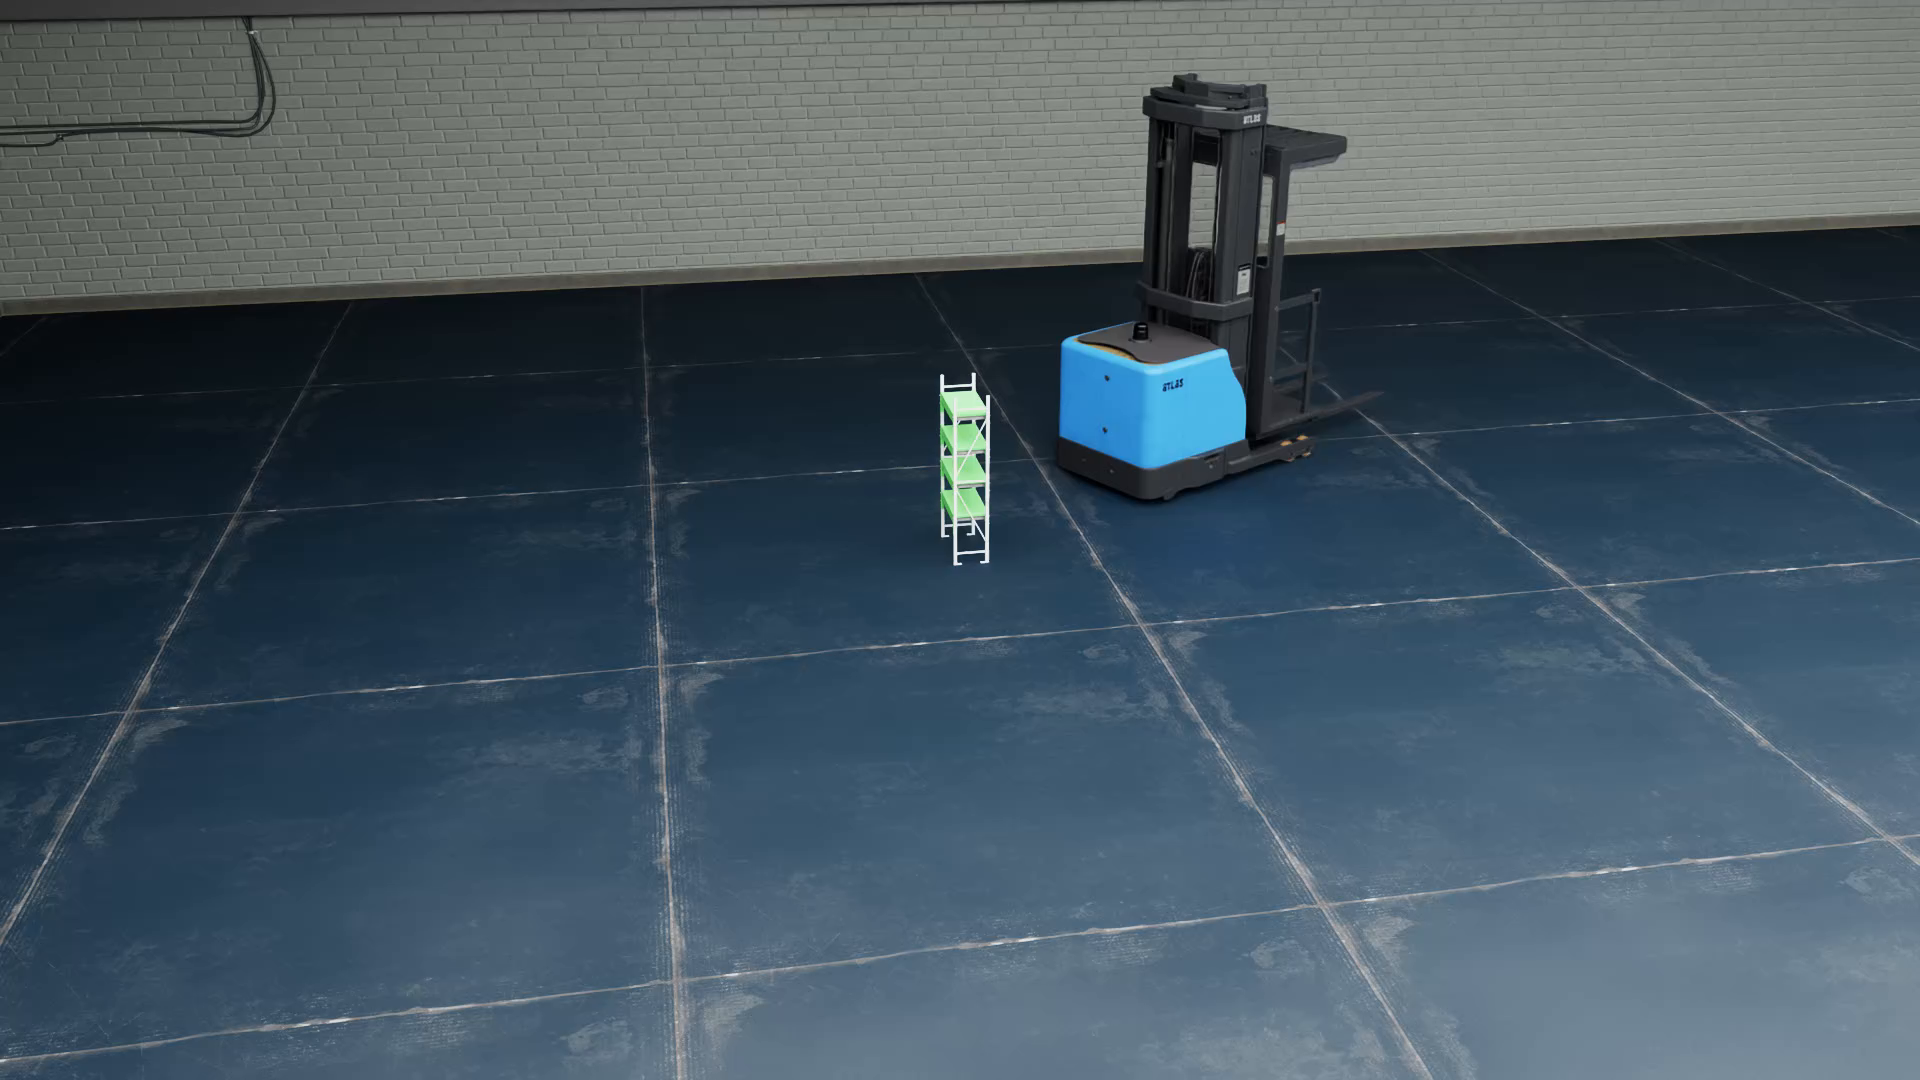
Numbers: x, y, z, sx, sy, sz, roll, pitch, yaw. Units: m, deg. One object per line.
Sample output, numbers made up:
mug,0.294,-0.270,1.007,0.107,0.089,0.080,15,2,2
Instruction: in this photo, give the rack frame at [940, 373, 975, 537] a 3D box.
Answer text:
rack frame,-0.015,-0.581,11.581,0.240,1.200,0.015,-4,24,-10

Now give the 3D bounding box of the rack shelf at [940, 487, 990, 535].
rack shelf,0.031,-0.206,11.482,0.258,0.148,0.480,-4,24,-10

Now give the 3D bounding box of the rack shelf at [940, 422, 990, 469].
rack shelf,0.031,-0.646,11.290,0.258,0.148,0.480,-4,24,-10

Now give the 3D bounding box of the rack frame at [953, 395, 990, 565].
rack frame,0.076,-0.389,11.141,0.240,1.200,0.015,-4,24,-10

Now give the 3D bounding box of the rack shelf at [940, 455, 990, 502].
rack shelf,0.031,-0.426,11.386,0.258,0.148,0.480,-4,24,-10

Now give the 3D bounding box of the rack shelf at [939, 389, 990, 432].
rack shelf,0.031,-0.866,11.194,0.258,0.148,0.480,-4,24,-10

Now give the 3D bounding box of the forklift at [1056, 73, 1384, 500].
forklift,2.208,-2.104,12.906,3.031,2.935,1.130,-18,30,-36

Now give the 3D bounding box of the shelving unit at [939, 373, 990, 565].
shelving unit,0.031,-0.485,11.361,0.258,1.200,0.503,-4,24,-10

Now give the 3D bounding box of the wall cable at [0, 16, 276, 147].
wall cable,-8.369,-5.090,16.040,3.097,2.526,0.112,-4,24,-10
